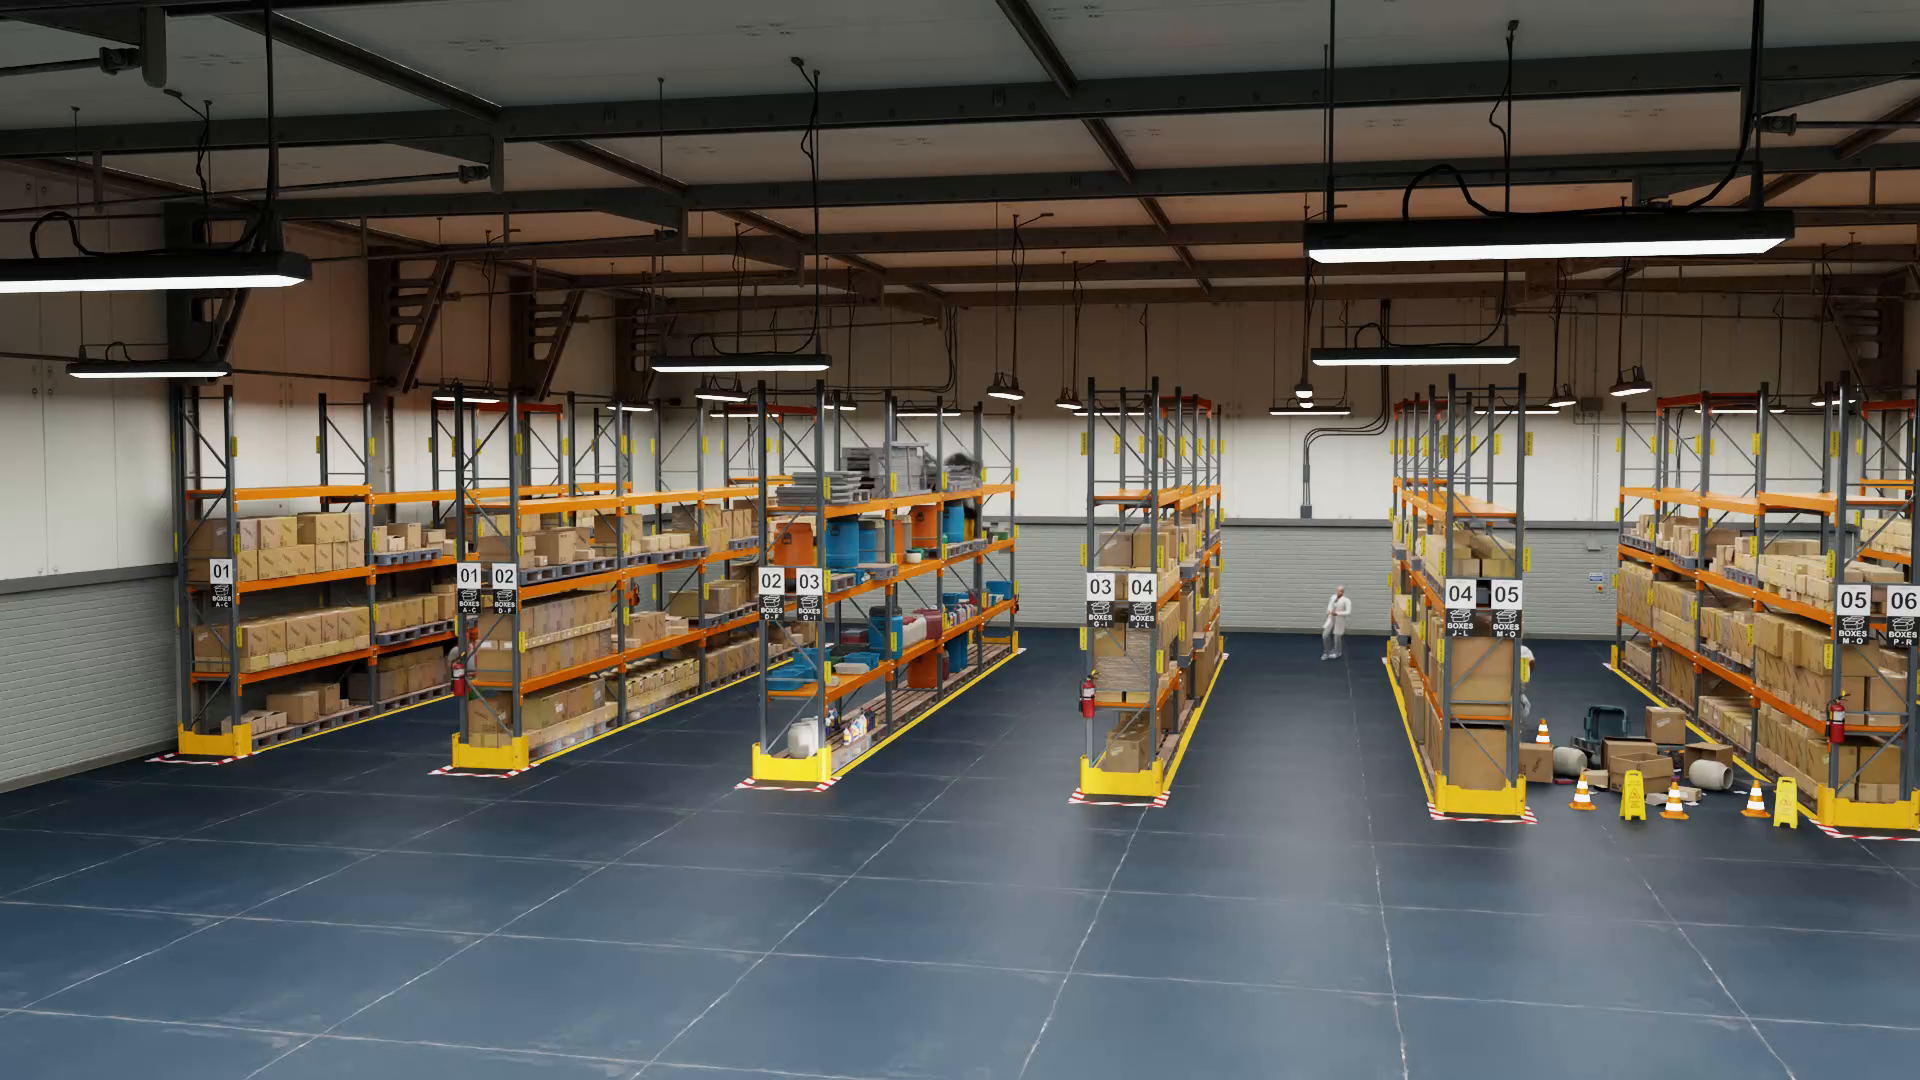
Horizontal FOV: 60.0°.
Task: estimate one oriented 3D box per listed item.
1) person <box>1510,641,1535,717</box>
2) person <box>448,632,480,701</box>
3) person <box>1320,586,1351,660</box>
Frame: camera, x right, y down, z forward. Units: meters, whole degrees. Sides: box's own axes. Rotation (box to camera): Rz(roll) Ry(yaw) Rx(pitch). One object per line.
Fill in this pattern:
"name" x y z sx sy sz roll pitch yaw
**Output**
"person" 10.166 2.508 30.320 0.599 1.609 0.582 0 3 4
"person" -8.804 2.472 29.832 0.684 1.738 0.981 0 3 -6
"person" 8.865 1.958 38.983 0.735 1.787 0.729 3 4 41
